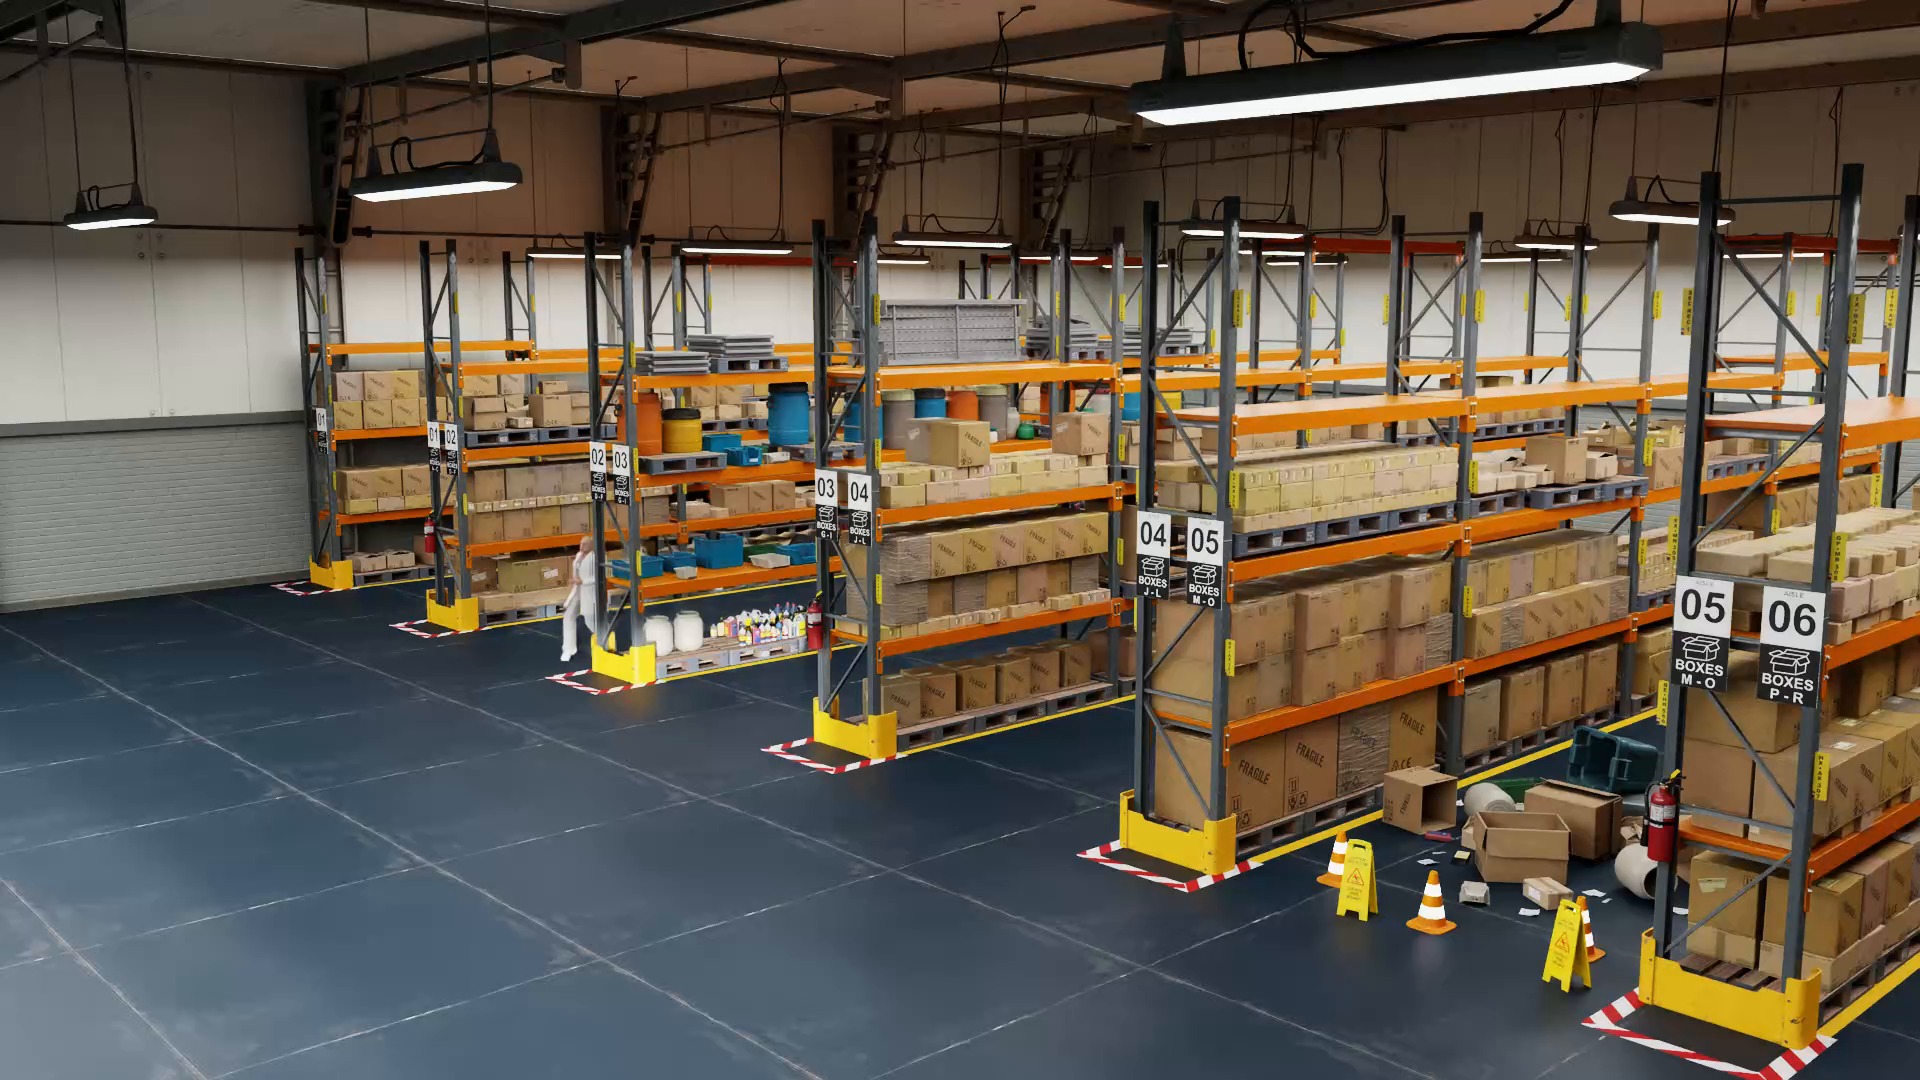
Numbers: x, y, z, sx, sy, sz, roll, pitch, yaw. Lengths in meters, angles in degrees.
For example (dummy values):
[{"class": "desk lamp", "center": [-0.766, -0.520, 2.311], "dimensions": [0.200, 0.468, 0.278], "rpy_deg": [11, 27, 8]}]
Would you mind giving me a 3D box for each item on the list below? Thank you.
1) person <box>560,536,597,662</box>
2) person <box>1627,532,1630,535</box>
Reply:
[{"class": "person", "center": [-5.296, 0.841, 23.799], "dimensions": [0.701, 1.839, 0.911], "rpy_deg": [6, 10, 33]}, {"class": "person", "center": [10.172, 0.668, 25.299], "dimensions": [0.543, 1.623, 0.587], "rpy_deg": [-6, 11, -38]}]
